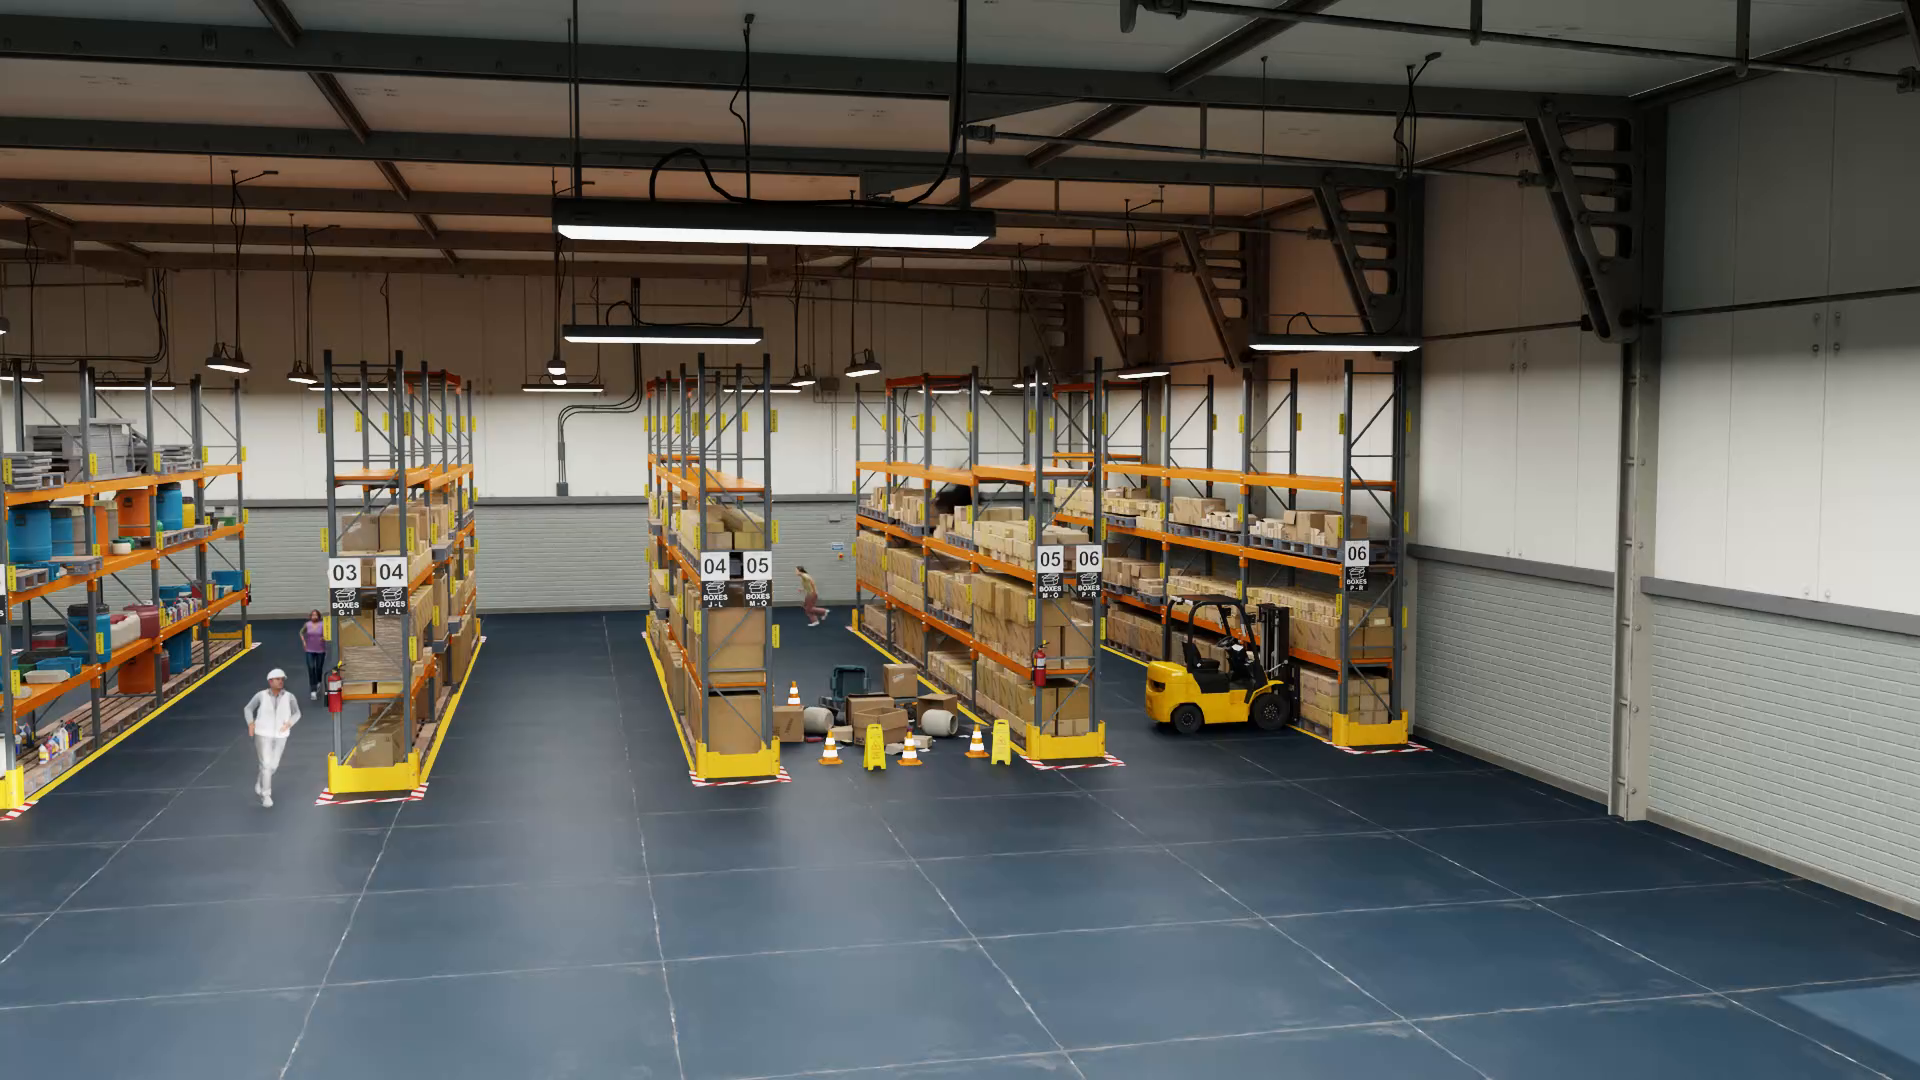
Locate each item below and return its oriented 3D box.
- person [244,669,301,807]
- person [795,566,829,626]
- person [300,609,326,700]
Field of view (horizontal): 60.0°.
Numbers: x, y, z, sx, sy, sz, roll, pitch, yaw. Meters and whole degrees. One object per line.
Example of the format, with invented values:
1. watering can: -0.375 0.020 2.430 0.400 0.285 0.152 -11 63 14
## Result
1. person: -9.131 2.593 22.129 0.670 1.763 0.801 -3 5 -35
2. person: -3.676 1.391 41.330 0.824 1.525 0.573 -1 4 -9
3. person: -11.822 2.073 30.513 0.539 1.605 0.871 -2 4 -21
